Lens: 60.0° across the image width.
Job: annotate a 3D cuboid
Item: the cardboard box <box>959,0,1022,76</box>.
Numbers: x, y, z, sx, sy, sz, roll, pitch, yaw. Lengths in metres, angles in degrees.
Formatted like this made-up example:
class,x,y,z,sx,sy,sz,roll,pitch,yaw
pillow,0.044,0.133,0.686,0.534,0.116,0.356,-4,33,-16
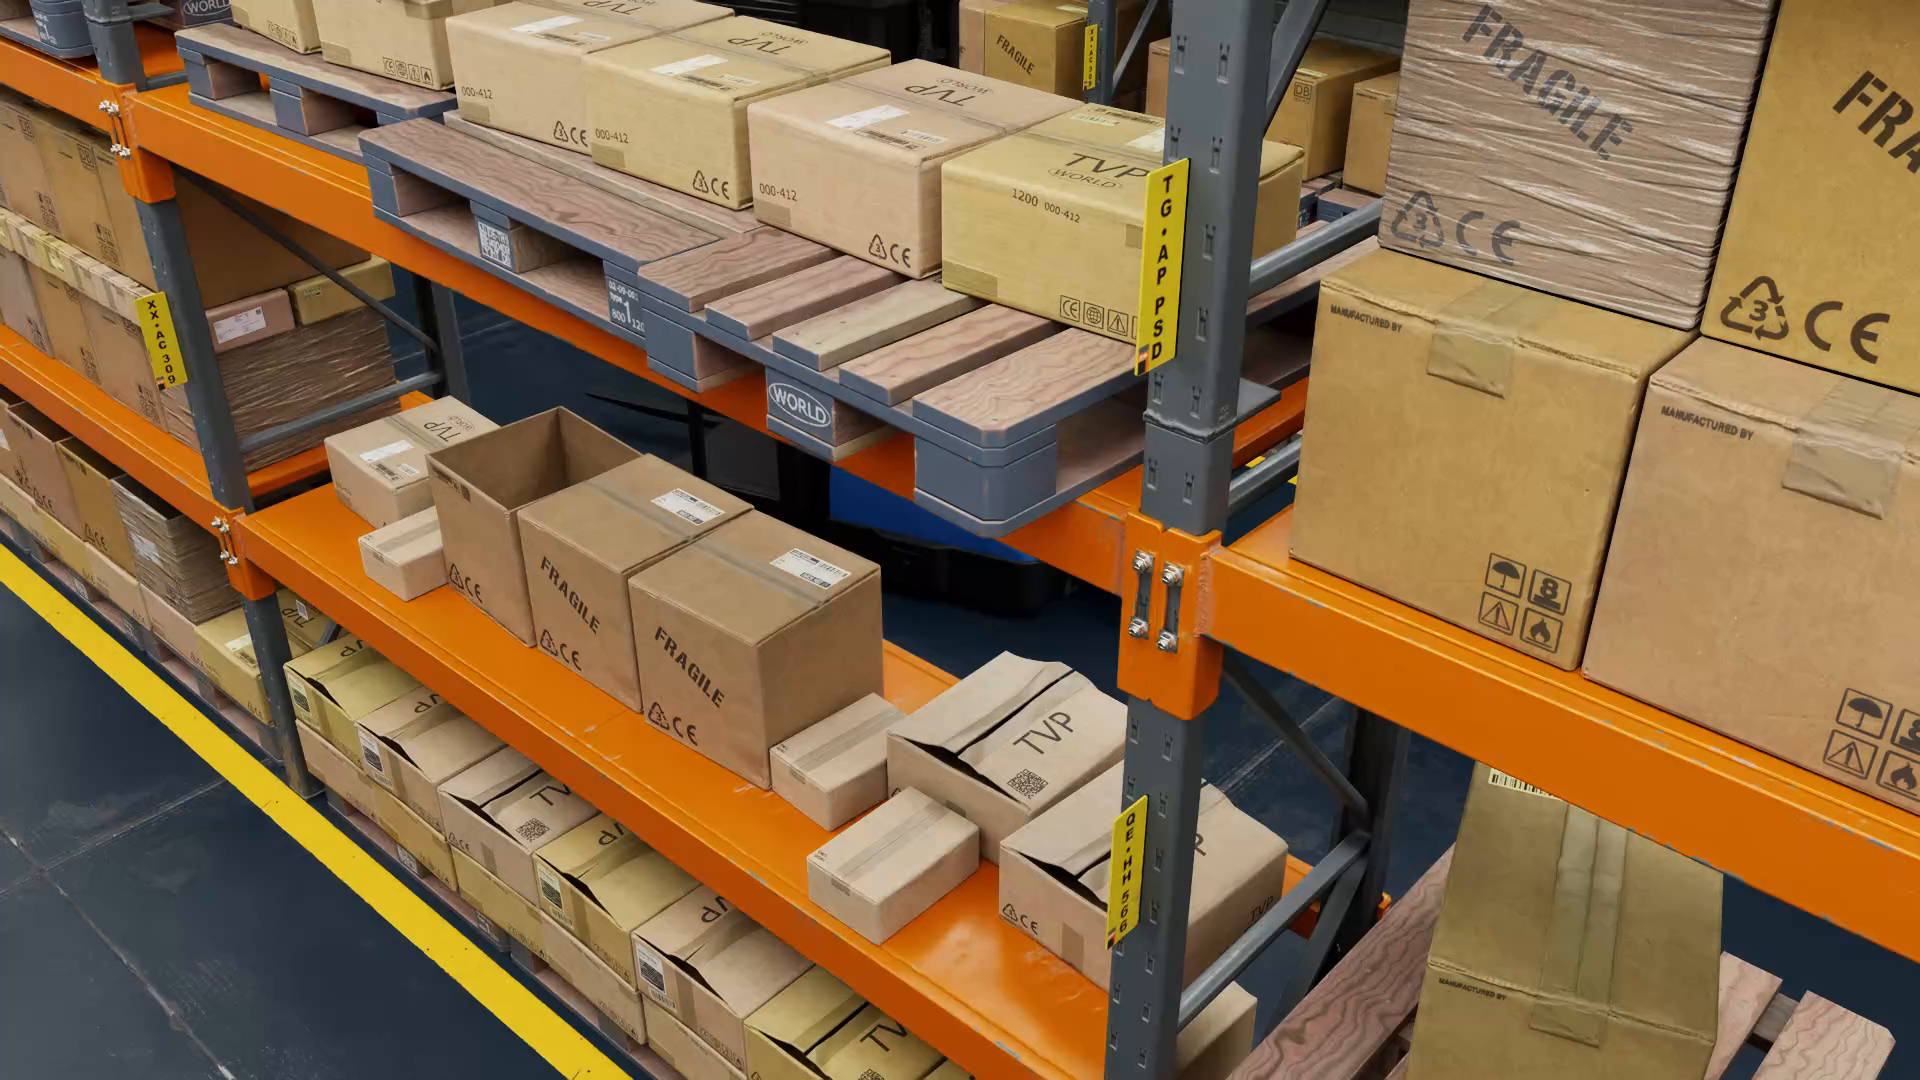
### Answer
class,x,y,z,sx,sy,sz,roll,pitch,yaw
cardboard box,0.110,-2.843,9.464,0.500,0.500,0.500,25,39,35

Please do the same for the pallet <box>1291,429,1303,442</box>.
class,x,y,z,sx,sy,sz,roll,pitch,yaw
pallet,2.529,-0.476,8.836,1.213,0.211,1.003,25,39,35

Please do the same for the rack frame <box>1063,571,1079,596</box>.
class,x,y,z,sx,sy,sz,roll,pitch,yaw
rack frame,0.637,-0.712,7.396,0.400,2.100,0.015,-26,40,-36

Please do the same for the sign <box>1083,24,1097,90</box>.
class,x,y,z,sx,sy,sz,roll,pitch,yaw
sign,0.683,-2.523,8.693,0.005,0.325,0.100,25,39,35

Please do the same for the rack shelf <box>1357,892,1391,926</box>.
class,x,y,z,sx,sy,sz,roll,pitch,yaw
rack shelf,2.169,1.918,2.853,4.000,0.370,1.077,25,39,35

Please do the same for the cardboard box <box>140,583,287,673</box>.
class,x,y,z,sx,sy,sz,roll,pitch,yaw
cardboard box,-3.134,0.278,7.139,0.500,0.250,0.500,25,39,35

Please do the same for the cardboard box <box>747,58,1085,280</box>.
class,x,y,z,sx,sy,sz,roll,pitch,yaw
cardboard box,-0.089,-0.793,3.489,0.500,0.250,0.500,26,40,36

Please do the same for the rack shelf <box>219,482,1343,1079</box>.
class,x,y,z,sx,sy,sz,roll,pitch,yaw
rack shelf,-0.797,0.534,5.152,4.000,0.370,1.077,25,39,35

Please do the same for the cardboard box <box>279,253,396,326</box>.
class,x,y,z,sx,sy,sz,roll,pitch,yaw
cardboard box,-2.349,-0.954,6.201,0.250,0.149,0.380,25,39,35

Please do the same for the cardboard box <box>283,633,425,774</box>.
class,x,y,z,sx,sy,sz,roll,pitch,yaw
cardboard box,-2.140,0.530,6.177,0.500,0.311,0.500,25,39,35

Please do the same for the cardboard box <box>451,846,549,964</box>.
class,x,y,z,sx,sy,sz,roll,pitch,yaw
cardboard box,-1.383,1.122,5.737,0.500,0.250,0.500,24,38,34

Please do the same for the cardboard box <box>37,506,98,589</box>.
class,x,y,z,sx,sy,sz,roll,pitch,yaw
cardboard box,-3.886,-0.062,7.704,0.500,0.250,0.500,25,39,35

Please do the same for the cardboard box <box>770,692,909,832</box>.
class,x,y,z,sx,sy,sz,roll,pitch,yaw
cardboard box,-0.297,0.606,4.579,0.380,0.149,0.250,-26,40,-36

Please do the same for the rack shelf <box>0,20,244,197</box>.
class,x,y,z,sx,sy,sz,roll,pitch,yaw
rack shelf,-3.763,-2.135,6.678,4.000,0.370,1.077,25,39,35

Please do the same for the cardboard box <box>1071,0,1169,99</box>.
class,x,y,z,sx,sy,sz,roll,pitch,yaw
cardboard box,0.833,-2.870,9.508,0.500,0.500,0.500,24,38,34

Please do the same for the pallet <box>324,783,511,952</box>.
class,x,y,z,sx,sy,sz,roll,pitch,yaw
pallet,-1.707,0.968,6.437,1.213,0.211,1.003,25,39,35

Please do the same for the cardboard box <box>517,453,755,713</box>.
class,x,y,z,sx,sy,sz,roll,pitch,yaw
cardboard box,-0.959,0.118,5.048,0.500,0.500,0.500,25,39,35

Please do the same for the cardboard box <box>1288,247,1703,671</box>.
class,x,y,z,sx,sy,sz,roll,pitch,yaw
cardboard box,1.032,-0.272,2.788,0.500,0.500,0.910,25,39,35

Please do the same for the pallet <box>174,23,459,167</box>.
class,x,y,z,sx,sy,sz,roll,pitch,yaw
pallet,-1.617,-1.369,4.893,1.217,0.209,0.805,23,38,33

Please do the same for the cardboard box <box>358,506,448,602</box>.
class,x,y,z,sx,sy,sz,roll,pitch,yaw
cardboard box,-1.760,0.026,5.542,0.250,0.149,0.380,25,39,35

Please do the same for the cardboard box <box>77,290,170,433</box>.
class,x,y,z,sx,sy,sz,roll,pitch,yaw
cardboard box,-3.008,-0.840,6.641,0.500,0.500,0.700,25,39,35

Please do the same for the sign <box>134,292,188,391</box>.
class,x,y,z,sx,sy,sz,roll,pitch,yaw
sign,-2.651,-0.658,5.519,0.005,0.325,0.100,25,39,35

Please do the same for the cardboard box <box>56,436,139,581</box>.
class,x,y,z,sx,sy,sz,roll,pitch,yaw
cardboard box,-3.506,-0.216,7.232,0.500,0.500,0.500,25,39,35

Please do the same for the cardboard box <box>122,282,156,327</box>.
class,x,y,z,sx,sy,sz,roll,pitch,yaw
cardboard box,-2.807,-0.886,6.087,0.250,0.149,0.380,24,39,34

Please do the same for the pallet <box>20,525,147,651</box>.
class,x,y,z,sx,sy,sz,roll,pitch,yaw
pallet,-3.750,0.015,8.021,1.213,0.211,1.003,25,39,35

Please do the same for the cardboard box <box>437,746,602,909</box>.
class,x,y,z,sx,sy,sz,roll,pitch,yaw
cardboard box,-1.388,0.884,5.589,0.500,0.311,0.500,24,38,34

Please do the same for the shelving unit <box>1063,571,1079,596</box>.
class,x,y,z,sx,sy,sz,roll,pitch,yaw
shelving unit,0.805,-0.620,7.244,0.431,2.100,0.503,-26,40,-36

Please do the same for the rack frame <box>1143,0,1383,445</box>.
class,x,y,z,sx,sy,sz,roll,pitch,yaw
rack frame,0.686,-1.652,2.270,0.127,3.000,1.000,25,39,35

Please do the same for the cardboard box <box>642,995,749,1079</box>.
class,x,y,z,sx,sy,sz,roll,pitch,yaw
cardboard box,-0.623,1.475,5.150,0.500,0.250,0.500,26,40,36

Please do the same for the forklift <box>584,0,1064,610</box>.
class,x,y,z,sx,sy,sz,roll,pitch,yaw
forklift,-0.813,-1.432,7.786,3.031,2.935,1.130,13,33,21

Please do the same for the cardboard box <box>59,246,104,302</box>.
class,x,y,z,sx,sy,sz,roll,pitch,yaw
cardboard box,-3.198,-1.066,6.386,0.250,0.149,0.380,25,39,35

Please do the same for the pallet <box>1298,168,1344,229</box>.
class,x,y,z,sx,sy,sz,roll,pitch,yaw
pallet,1.511,-1.960,8.783,1.213,0.211,1.003,25,39,35

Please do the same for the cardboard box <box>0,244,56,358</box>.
class,x,y,z,sx,sy,sz,roll,pitch,yaw
cardboard box,-3.758,-1.192,7.225,0.500,0.500,0.700,26,40,36

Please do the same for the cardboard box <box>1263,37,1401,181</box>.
class,x,y,z,sx,sy,sz,roll,pitch,yaw
cardboard box,1.806,-2.208,8.486,0.700,0.500,0.500,-25,39,-35

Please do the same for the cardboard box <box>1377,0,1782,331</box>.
class,x,y,z,sx,sy,sz,roll,pitch,yaw
cardboard box,1.005,-0.685,2.505,0.500,0.500,0.500,25,39,35

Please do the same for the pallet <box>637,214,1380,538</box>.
class,x,y,z,sx,sy,sz,roll,pitch,yaw
pallet,0.123,-0.487,3.425,1.003,0.211,1.213,27,40,37

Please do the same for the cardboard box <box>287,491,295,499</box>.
class,x,y,z,sx,sy,sz,roll,pitch,yaw
cardboard box,-2.789,-0.240,7.272,0.500,0.500,0.500,25,39,35

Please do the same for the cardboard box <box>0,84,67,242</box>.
class,x,y,z,sx,sy,sz,roll,pitch,yaw
cardboard box,-3.359,-1.564,6.585,0.500,0.500,0.700,25,39,35

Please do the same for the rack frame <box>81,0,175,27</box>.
class,x,y,z,sx,sy,sz,roll,pitch,yaw
rack frame,-2.280,-3.037,4.569,0.127,3.000,1.000,25,39,35

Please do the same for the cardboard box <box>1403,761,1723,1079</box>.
class,x,y,z,sx,sy,sz,roll,pitch,yaw
cardboard box,1.229,0.870,3.392,0.500,0.500,0.700,12,33,19

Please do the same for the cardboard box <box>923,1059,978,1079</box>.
class,x,y,z,sx,sy,sz,roll,pitch,yaw
cardboard box,0.132,1.589,4.418,0.500,0.311,0.500,26,40,36

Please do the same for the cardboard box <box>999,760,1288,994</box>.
class,x,y,z,sx,sy,sz,roll,pitch,yaw
cardboard box,0.446,0.814,4.077,0.500,0.311,0.500,-27,40,-37

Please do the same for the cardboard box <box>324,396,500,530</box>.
class,x,y,z,sx,sy,sz,roll,pitch,yaw
cardboard box,-1.885,-0.248,5.900,0.500,0.250,0.500,-27,40,-37

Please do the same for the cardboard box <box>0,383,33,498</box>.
class,x,y,z,sx,sy,sz,roll,pitch,yaw
cardboard box,-4.246,-0.563,7.808,0.500,0.500,0.500,25,39,35

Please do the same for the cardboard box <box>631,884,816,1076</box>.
class,x,y,z,sx,sy,sz,roll,pitch,yaw
cardboard box,-0.630,1.236,5.004,0.500,0.311,0.500,25,39,35

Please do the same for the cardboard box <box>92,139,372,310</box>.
class,x,y,z,sx,sy,sz,roll,pitch,yaw
cardboard box,-2.613,-1.216,6.007,0.500,0.500,0.700,25,39,35

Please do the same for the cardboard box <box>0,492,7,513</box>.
class,x,y,z,sx,sy,sz,roll,pitch,yaw
cardboard box,-4.624,-0.410,8.282,0.500,0.250,0.500,25,39,35

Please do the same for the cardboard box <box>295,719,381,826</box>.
class,x,y,z,sx,sy,sz,roll,pitch,yaw
cardboard box,-2.147,0.766,6.328,0.500,0.250,0.500,24,38,34

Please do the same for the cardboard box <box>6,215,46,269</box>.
class,x,y,z,sx,sy,sz,roll,pitch,yaw
cardboard box,-3.565,-1.239,6.675,0.250,0.149,0.380,26,40,36

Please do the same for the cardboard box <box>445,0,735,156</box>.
class,x,y,z,sx,sy,sz,roll,pitch,yaw
cardboard box,-0.903,-1.182,4.135,0.500,0.250,0.500,21,37,31

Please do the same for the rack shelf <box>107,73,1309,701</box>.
class,x,y,z,sx,sy,sz,roll,pitch,yaw
rack shelf,-0.797,-0.751,4.379,4.000,0.370,1.077,25,39,35

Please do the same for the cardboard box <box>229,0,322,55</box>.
class,x,y,z,sx,sy,sz,roll,pitch,yaw
cardboard box,-1.829,-1.650,4.913,0.500,0.250,0.500,-25,39,-35

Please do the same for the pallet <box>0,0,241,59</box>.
class,x,y,z,sx,sy,sz,roll,pitch,yaw
pallet,-2.929,-1.999,5.840,1.213,0.211,1.003,25,39,35
